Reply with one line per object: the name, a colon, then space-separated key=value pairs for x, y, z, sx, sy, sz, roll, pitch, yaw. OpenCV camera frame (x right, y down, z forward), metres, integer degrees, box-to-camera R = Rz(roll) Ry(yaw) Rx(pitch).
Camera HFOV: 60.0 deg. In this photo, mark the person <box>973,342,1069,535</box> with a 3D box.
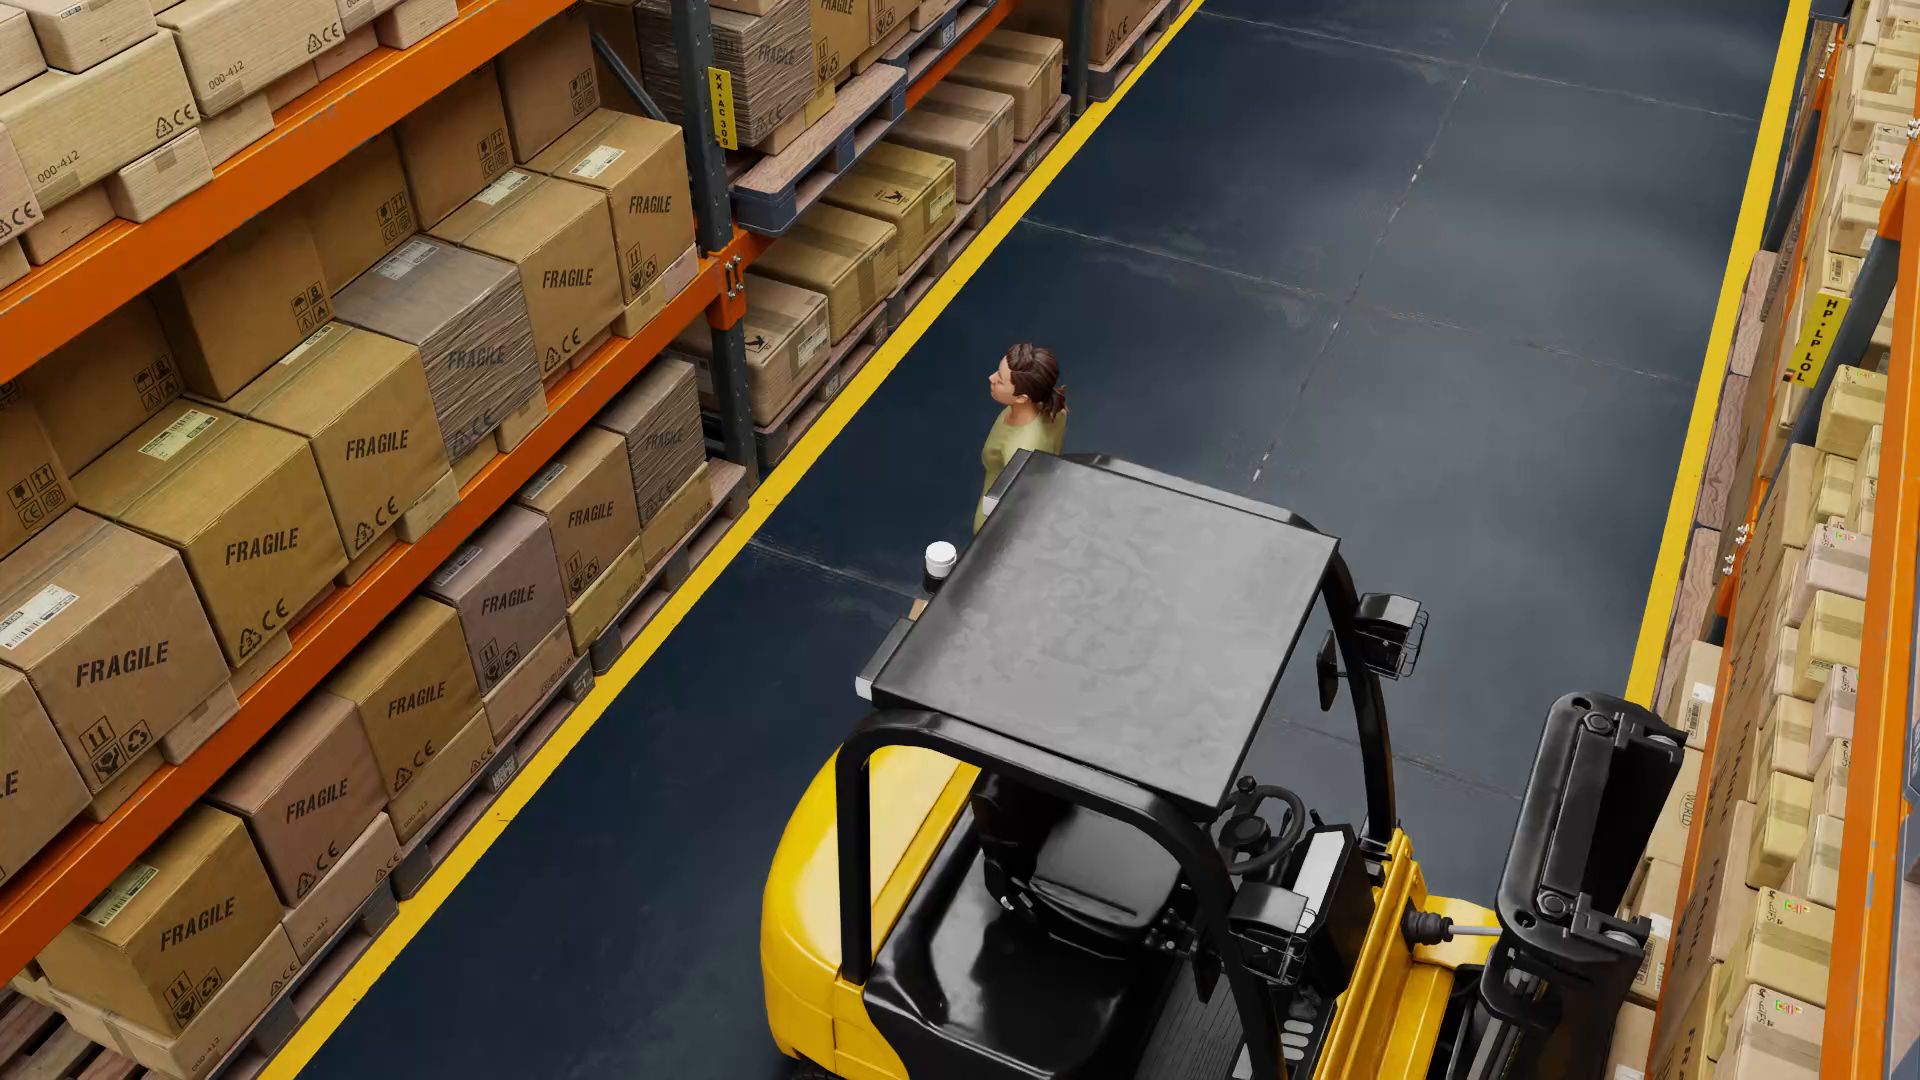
person: x=0.127 y=-0.081 z=6.238 sx=0.549 sy=1.675 sz=0.555 roll=12 pitch=43 yaw=13
